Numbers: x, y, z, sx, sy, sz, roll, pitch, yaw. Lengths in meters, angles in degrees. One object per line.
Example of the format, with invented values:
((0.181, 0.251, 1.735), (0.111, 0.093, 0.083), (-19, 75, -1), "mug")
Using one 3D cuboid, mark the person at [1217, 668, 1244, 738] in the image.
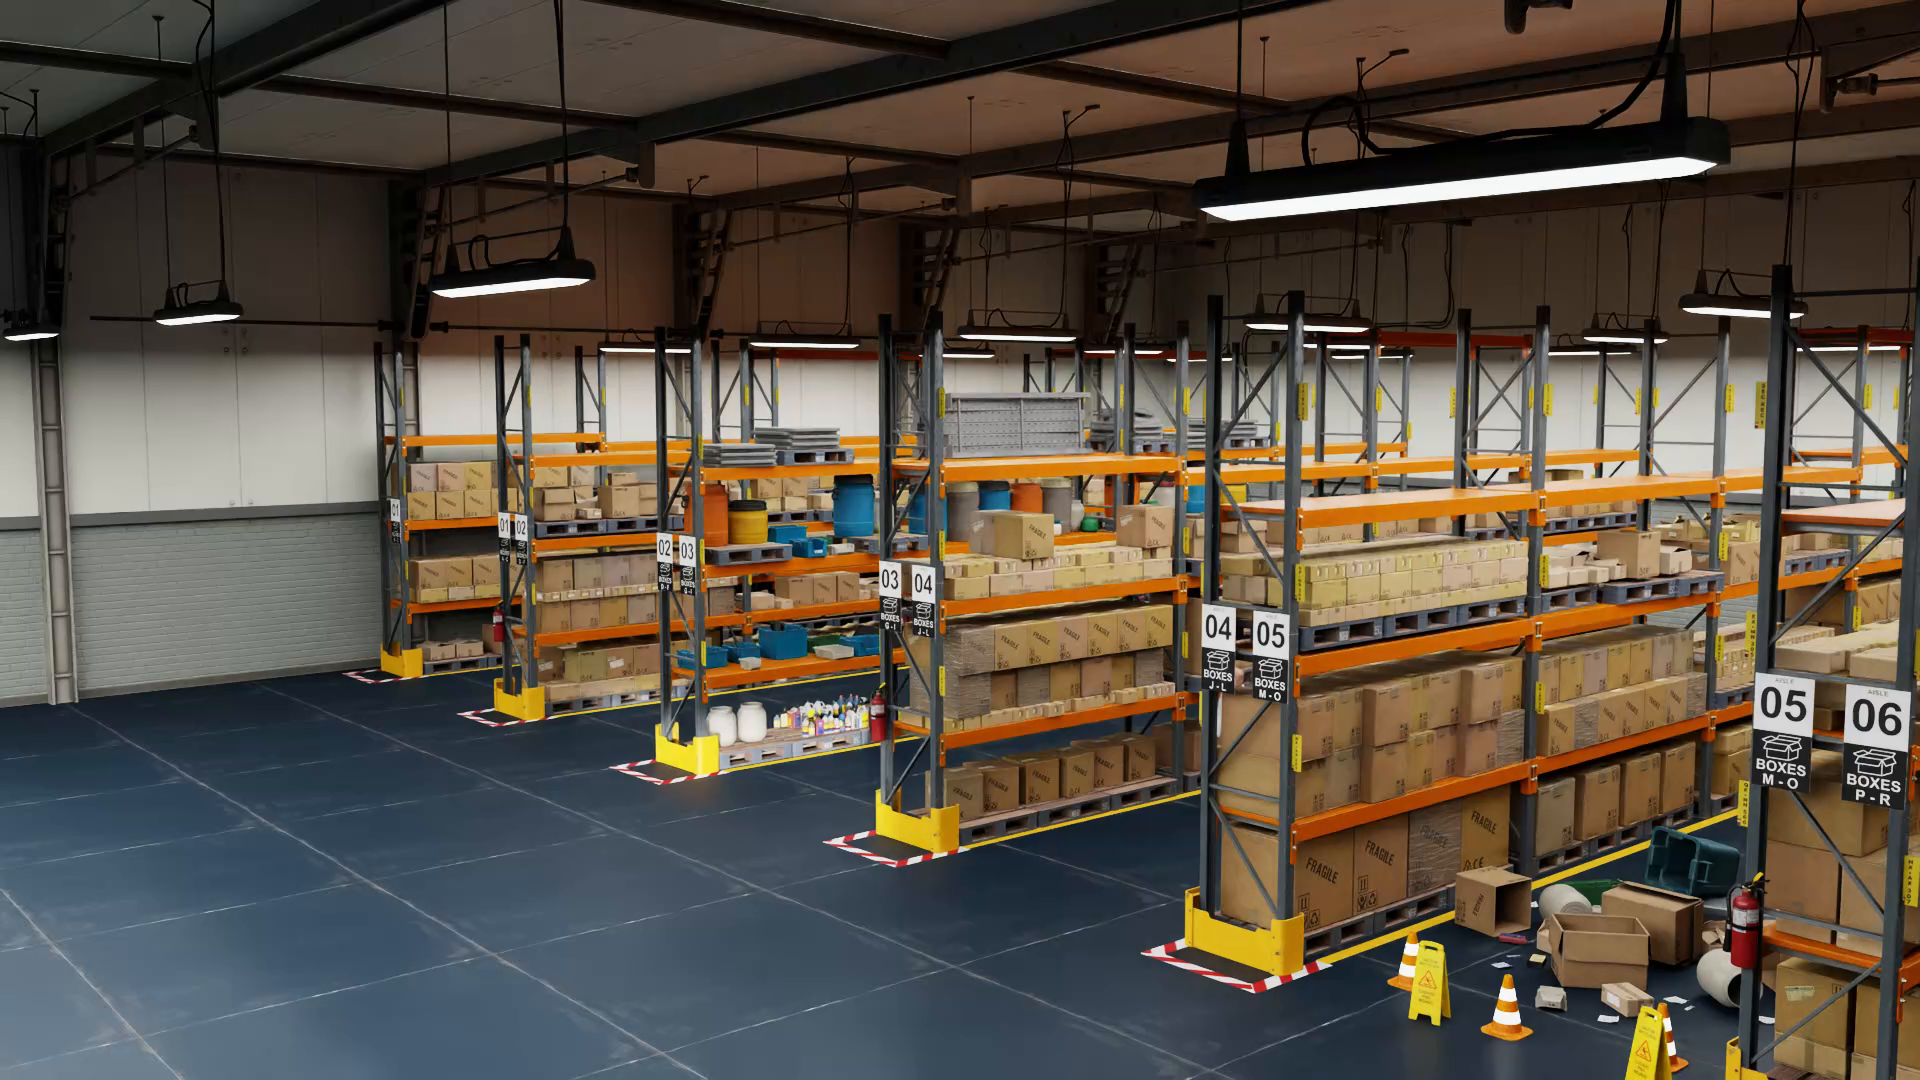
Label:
((3.321, 2.427, 20.256), (0.993, 1.740, 0.629), (-3, 6, -32), "person")
